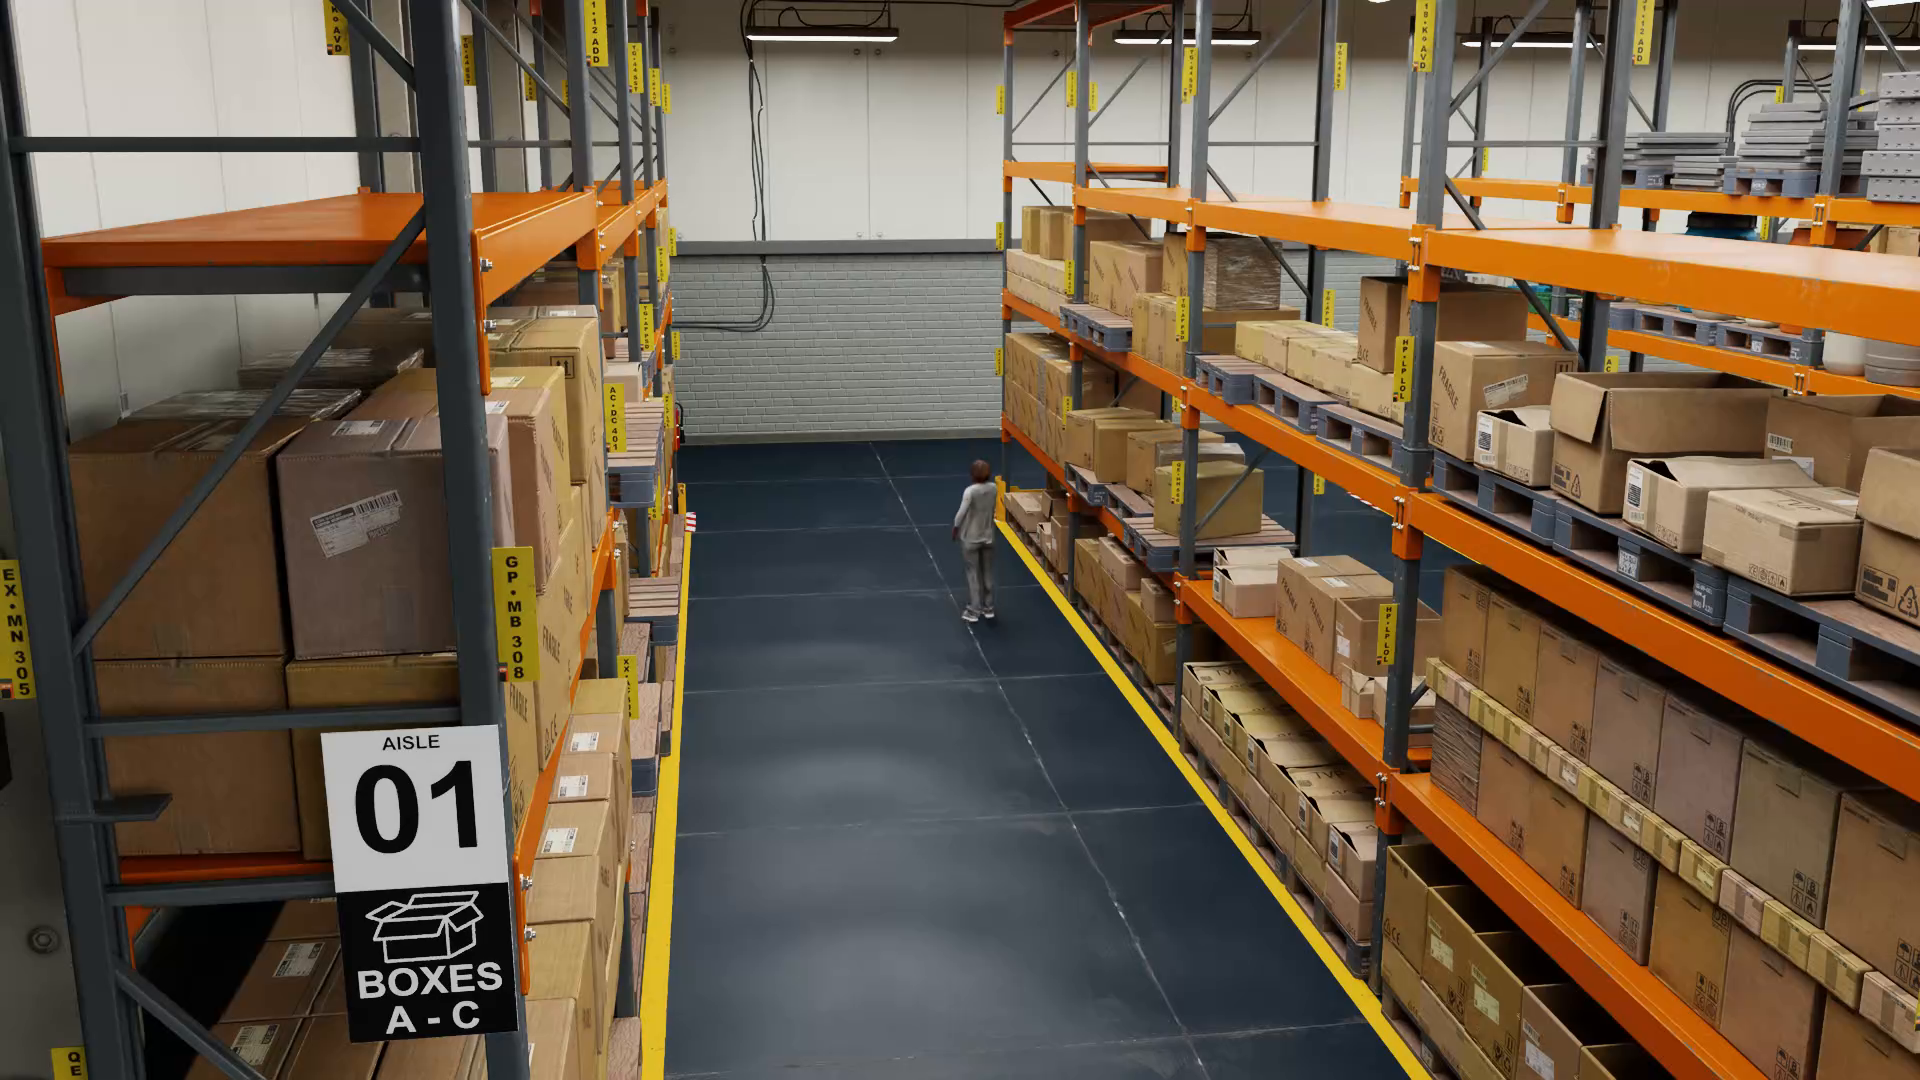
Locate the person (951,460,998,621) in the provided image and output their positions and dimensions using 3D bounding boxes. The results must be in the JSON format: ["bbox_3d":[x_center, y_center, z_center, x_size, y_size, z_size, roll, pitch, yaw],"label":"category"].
[{"bbox_3d":[0.157,-0.009,16.022,0.480,1.601,0.437,-9,16,-33],"label":"person"}]
